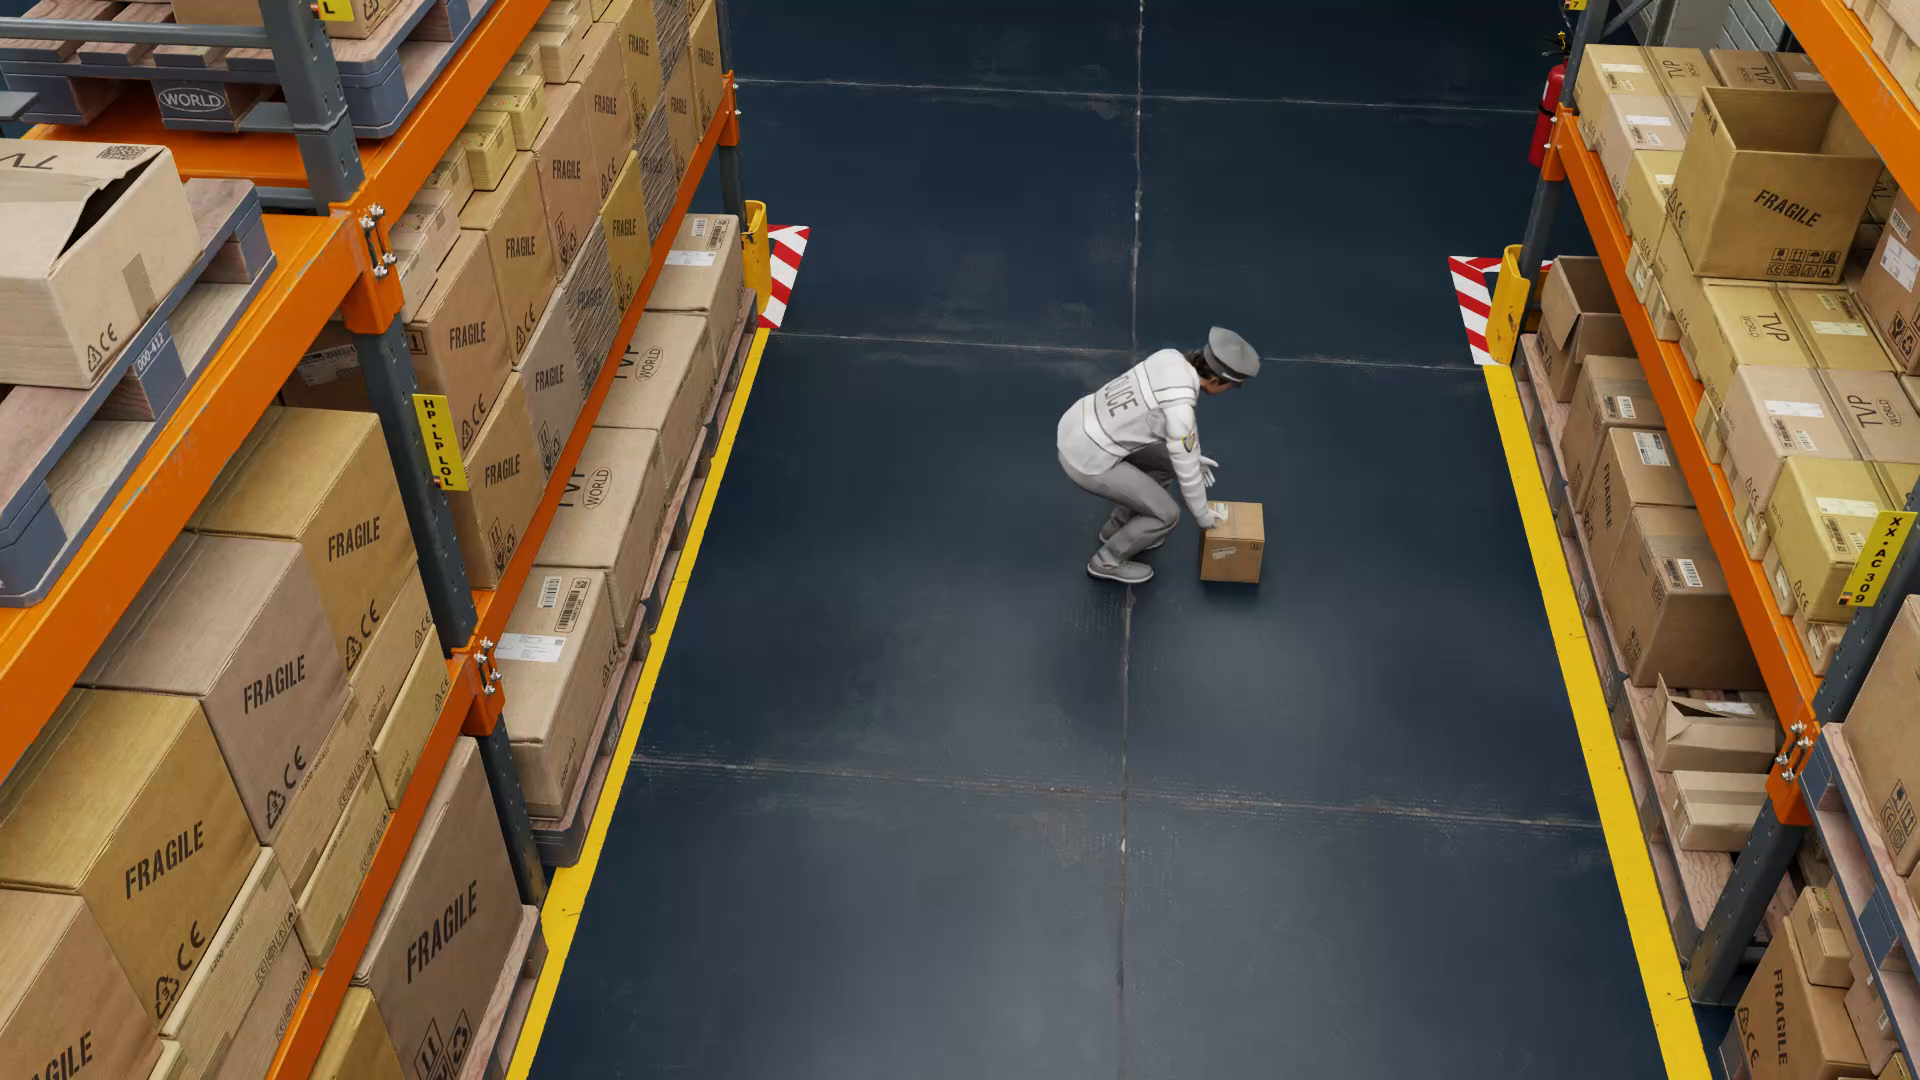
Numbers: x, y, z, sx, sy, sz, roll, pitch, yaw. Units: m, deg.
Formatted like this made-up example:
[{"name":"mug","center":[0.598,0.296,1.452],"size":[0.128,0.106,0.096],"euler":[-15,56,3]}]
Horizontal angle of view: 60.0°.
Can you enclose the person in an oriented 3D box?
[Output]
[{"name":"person","center":[0.810,-0.378,7.001],"size":[0.804,1.154,0.518],"euler":[3,40,4]}]
